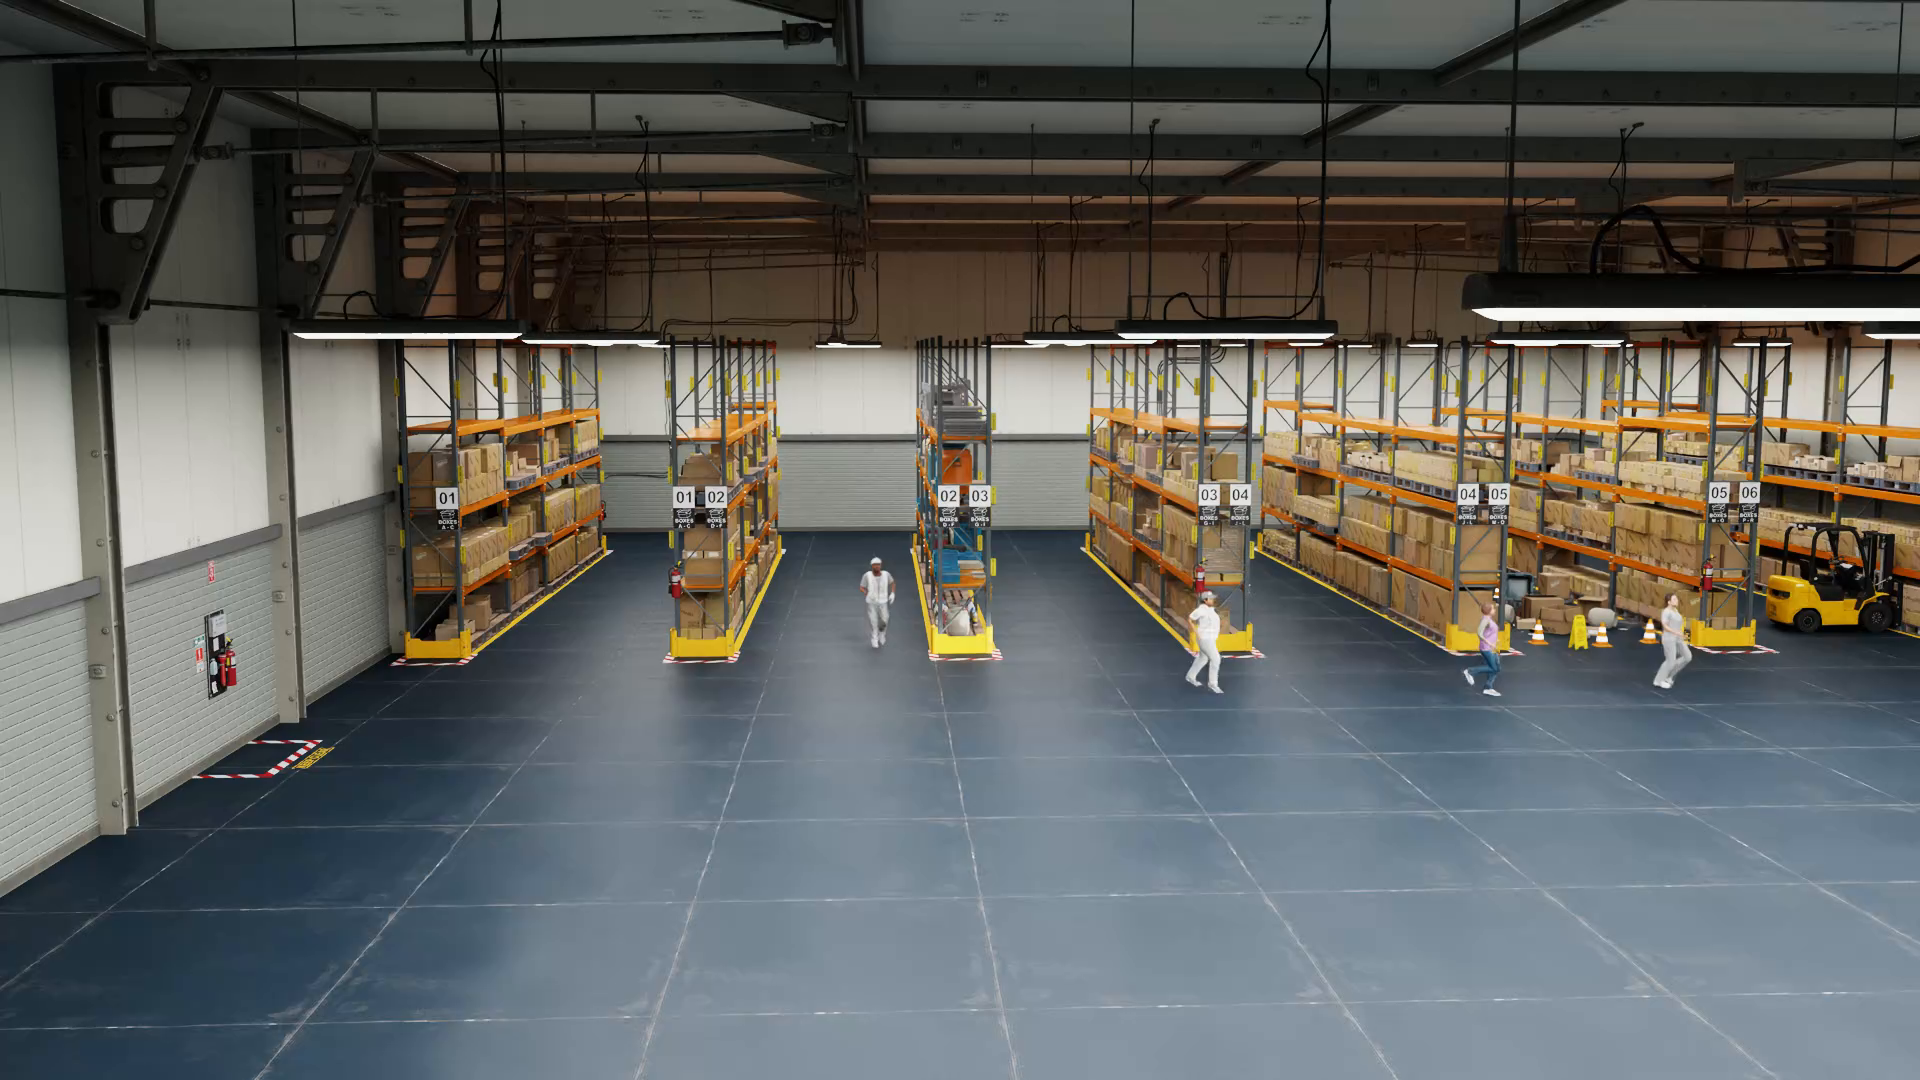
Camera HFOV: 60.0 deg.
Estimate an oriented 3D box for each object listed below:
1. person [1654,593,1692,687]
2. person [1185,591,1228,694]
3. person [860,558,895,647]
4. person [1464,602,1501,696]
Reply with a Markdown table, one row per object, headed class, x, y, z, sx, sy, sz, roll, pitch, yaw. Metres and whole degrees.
| class | x | y | z | sx | sy | sz | roll | pitch | yaw |
| --- | --- | --- | --- | --- | --- | --- | --- | --- | --- |
| person | 12.127 | 1.704 | 28.279 | 0.578 | 1.626 | 0.574 | -6 | 9 | -43 |
| person | 4.148 | 1.720 | 28.057 | 0.748 | 1.729 | 0.579 | 3 | 7 | 25 |
| person | -1.570 | 1.209 | 32.071 | 0.711 | 1.738 | 0.595 | -1 | 7 | -12 |
| person | 8.753 | 1.810 | 27.775 | 0.589 | 1.561 | 0.537 | 4 | 7 | 29 |
